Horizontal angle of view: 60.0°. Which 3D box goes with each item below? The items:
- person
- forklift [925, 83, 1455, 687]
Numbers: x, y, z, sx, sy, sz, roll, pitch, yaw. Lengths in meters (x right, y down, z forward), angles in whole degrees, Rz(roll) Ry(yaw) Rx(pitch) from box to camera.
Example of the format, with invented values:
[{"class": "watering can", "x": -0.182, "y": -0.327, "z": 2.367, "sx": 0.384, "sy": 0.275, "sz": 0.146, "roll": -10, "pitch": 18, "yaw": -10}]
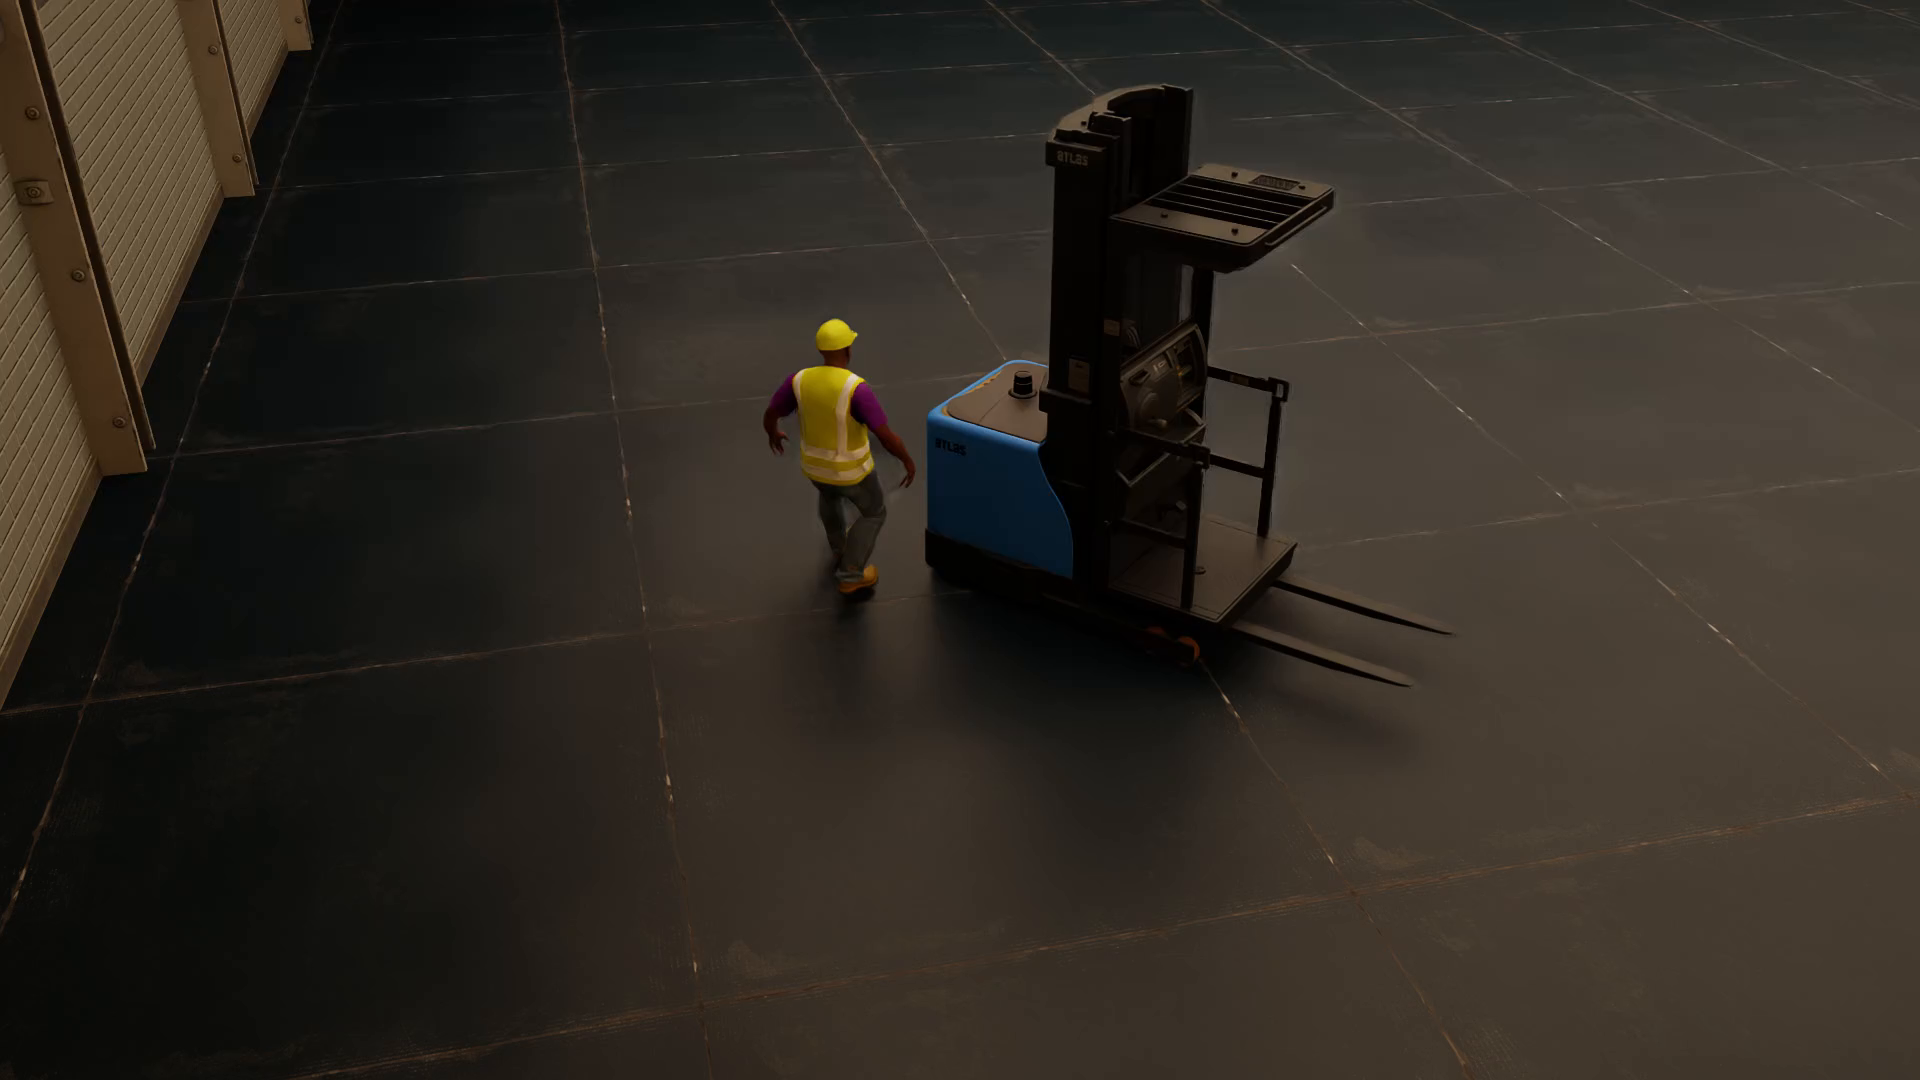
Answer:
[{"class": "person", "x": -0.628, "y": -0.533, "z": 9.710, "sx": 0.943, "sy": 1.679, "sz": 0.717, "roll": 15, "pitch": 33, "yaw": 24}, {"class": "forklift", "x": 1.298, "y": -0.866, "z": 9.071, "sx": 3.031, "sy": 2.935, "sz": 1.130, "roll": 19, "pitch": 35, "yaw": 29}]
